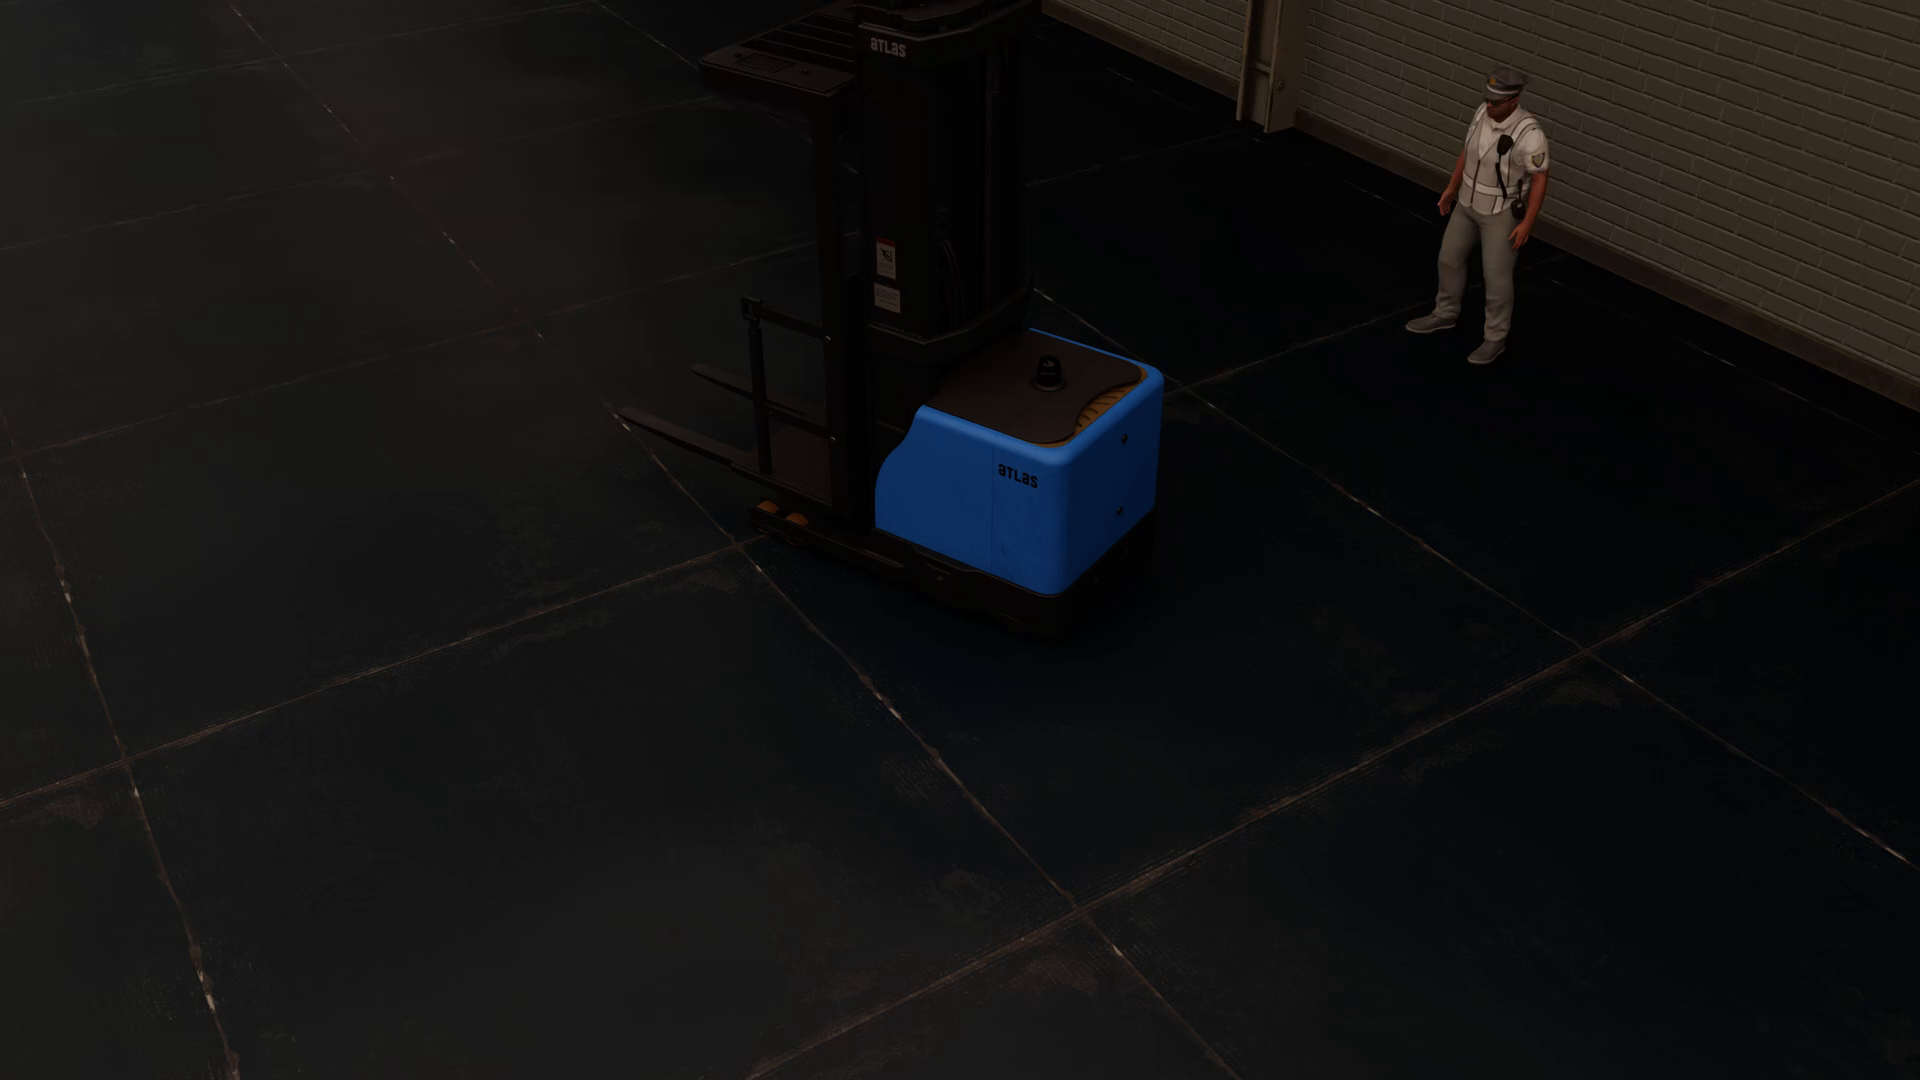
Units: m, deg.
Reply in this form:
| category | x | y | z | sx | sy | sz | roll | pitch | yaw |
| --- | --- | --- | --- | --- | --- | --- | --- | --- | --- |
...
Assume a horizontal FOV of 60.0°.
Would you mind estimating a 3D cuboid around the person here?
| category | x | y | z | sx | sy | sz | roll | pitch | yaw |
| --- | --- | --- | --- | --- | --- | --- | --- | --- | --- |
| person | 3.175 | -1.987 | 10.007 | 0.465 | 1.752 | 0.663 | -19 | 39 | -25 |

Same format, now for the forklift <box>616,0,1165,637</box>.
| category | x | y | z | sx | sy | sz | roll | pitch | yaw |
| --- | --- | --- | --- | --- | --- | --- | --- | --- | --- |
| forklift | -0.500 | -1.399 | 8.138 | 3.031 | 2.935 | 1.130 | 22 | 41 | 28 |
